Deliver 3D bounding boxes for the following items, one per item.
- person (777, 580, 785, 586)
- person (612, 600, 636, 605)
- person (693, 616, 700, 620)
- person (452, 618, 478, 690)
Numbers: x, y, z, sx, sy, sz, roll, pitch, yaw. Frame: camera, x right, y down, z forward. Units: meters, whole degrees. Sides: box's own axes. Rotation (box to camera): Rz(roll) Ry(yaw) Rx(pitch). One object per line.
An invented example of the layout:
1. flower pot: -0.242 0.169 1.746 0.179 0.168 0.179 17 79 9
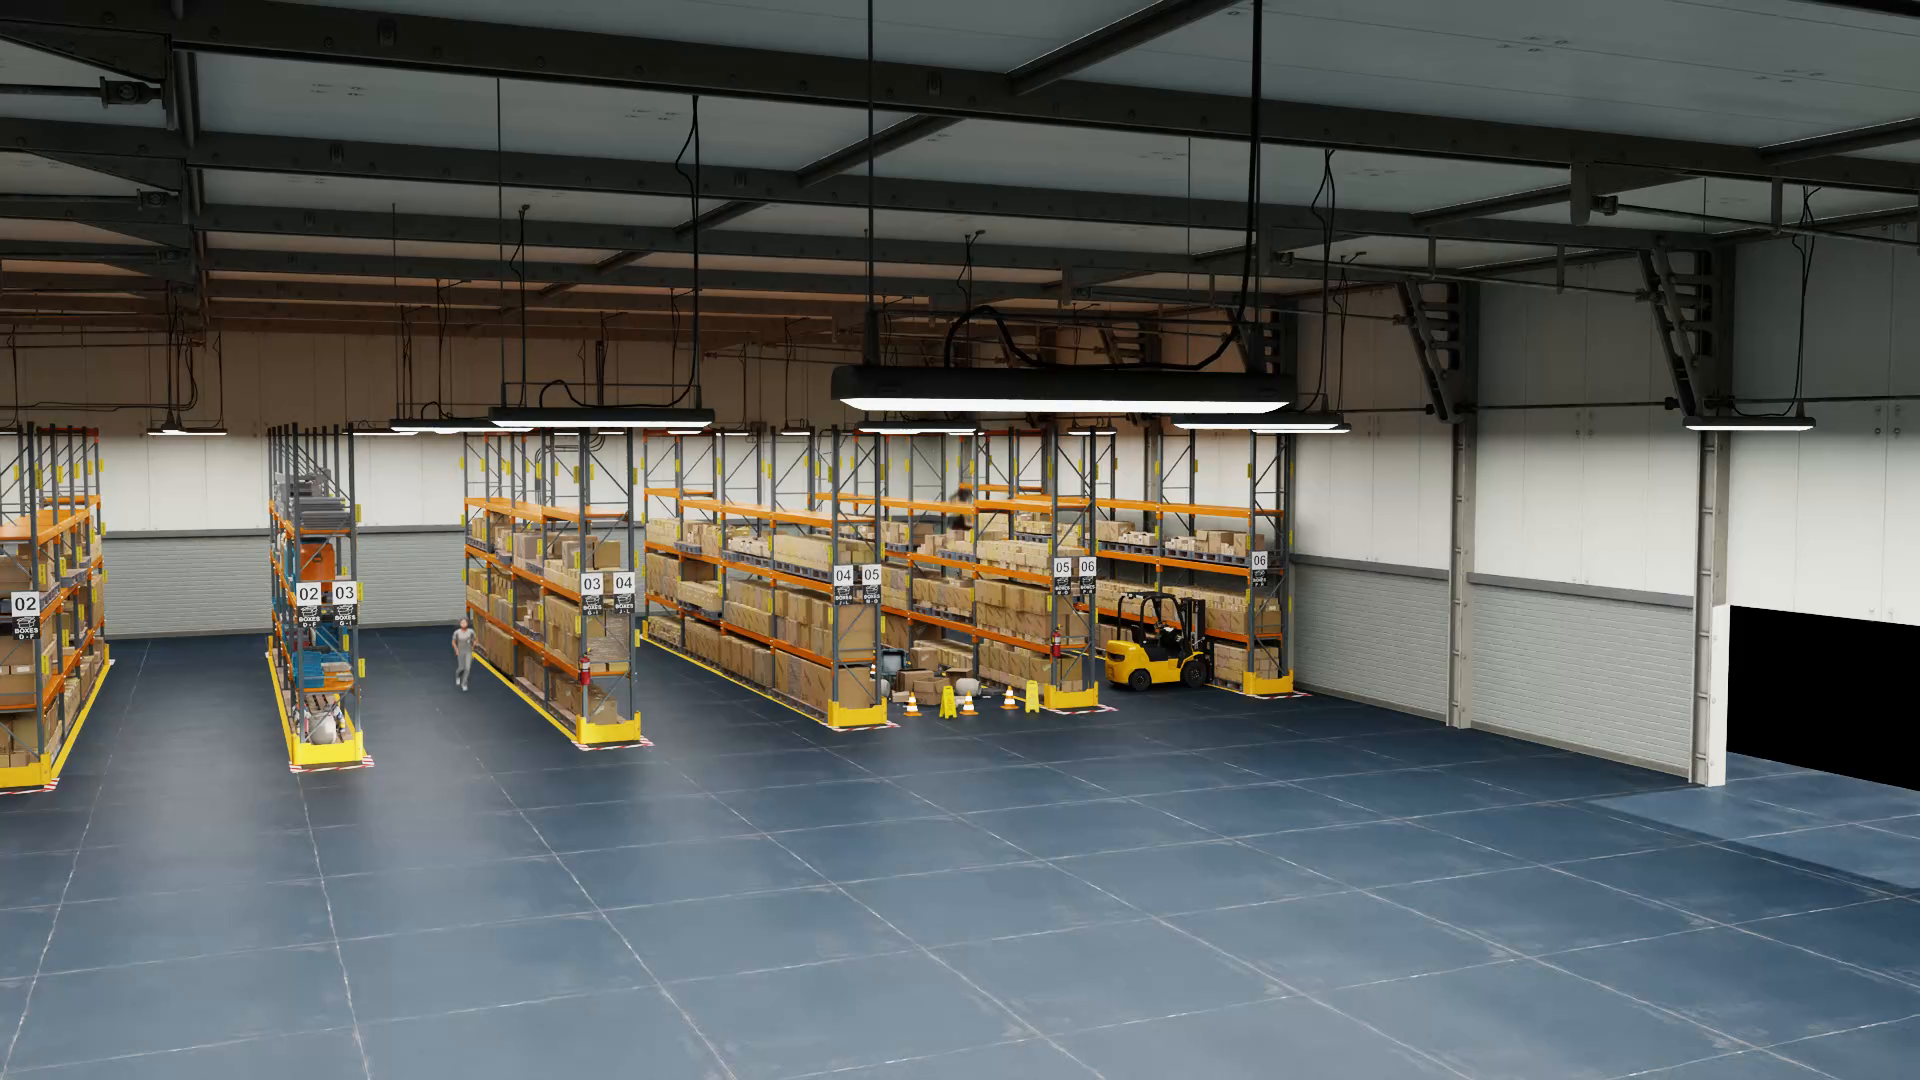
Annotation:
1. person: -5.388 1.816 50.885 0.948 1.639 0.567 -1 4 -13
2. person: -9.130 2.163 45.052 0.736 1.603 0.911 -1 4 -22
3. person: -7.839 1.880 49.896 0.561 1.588 0.600 -3 5 -42
4. person: -11.292 2.596 37.960 0.560 1.639 0.605 -1 4 -21
